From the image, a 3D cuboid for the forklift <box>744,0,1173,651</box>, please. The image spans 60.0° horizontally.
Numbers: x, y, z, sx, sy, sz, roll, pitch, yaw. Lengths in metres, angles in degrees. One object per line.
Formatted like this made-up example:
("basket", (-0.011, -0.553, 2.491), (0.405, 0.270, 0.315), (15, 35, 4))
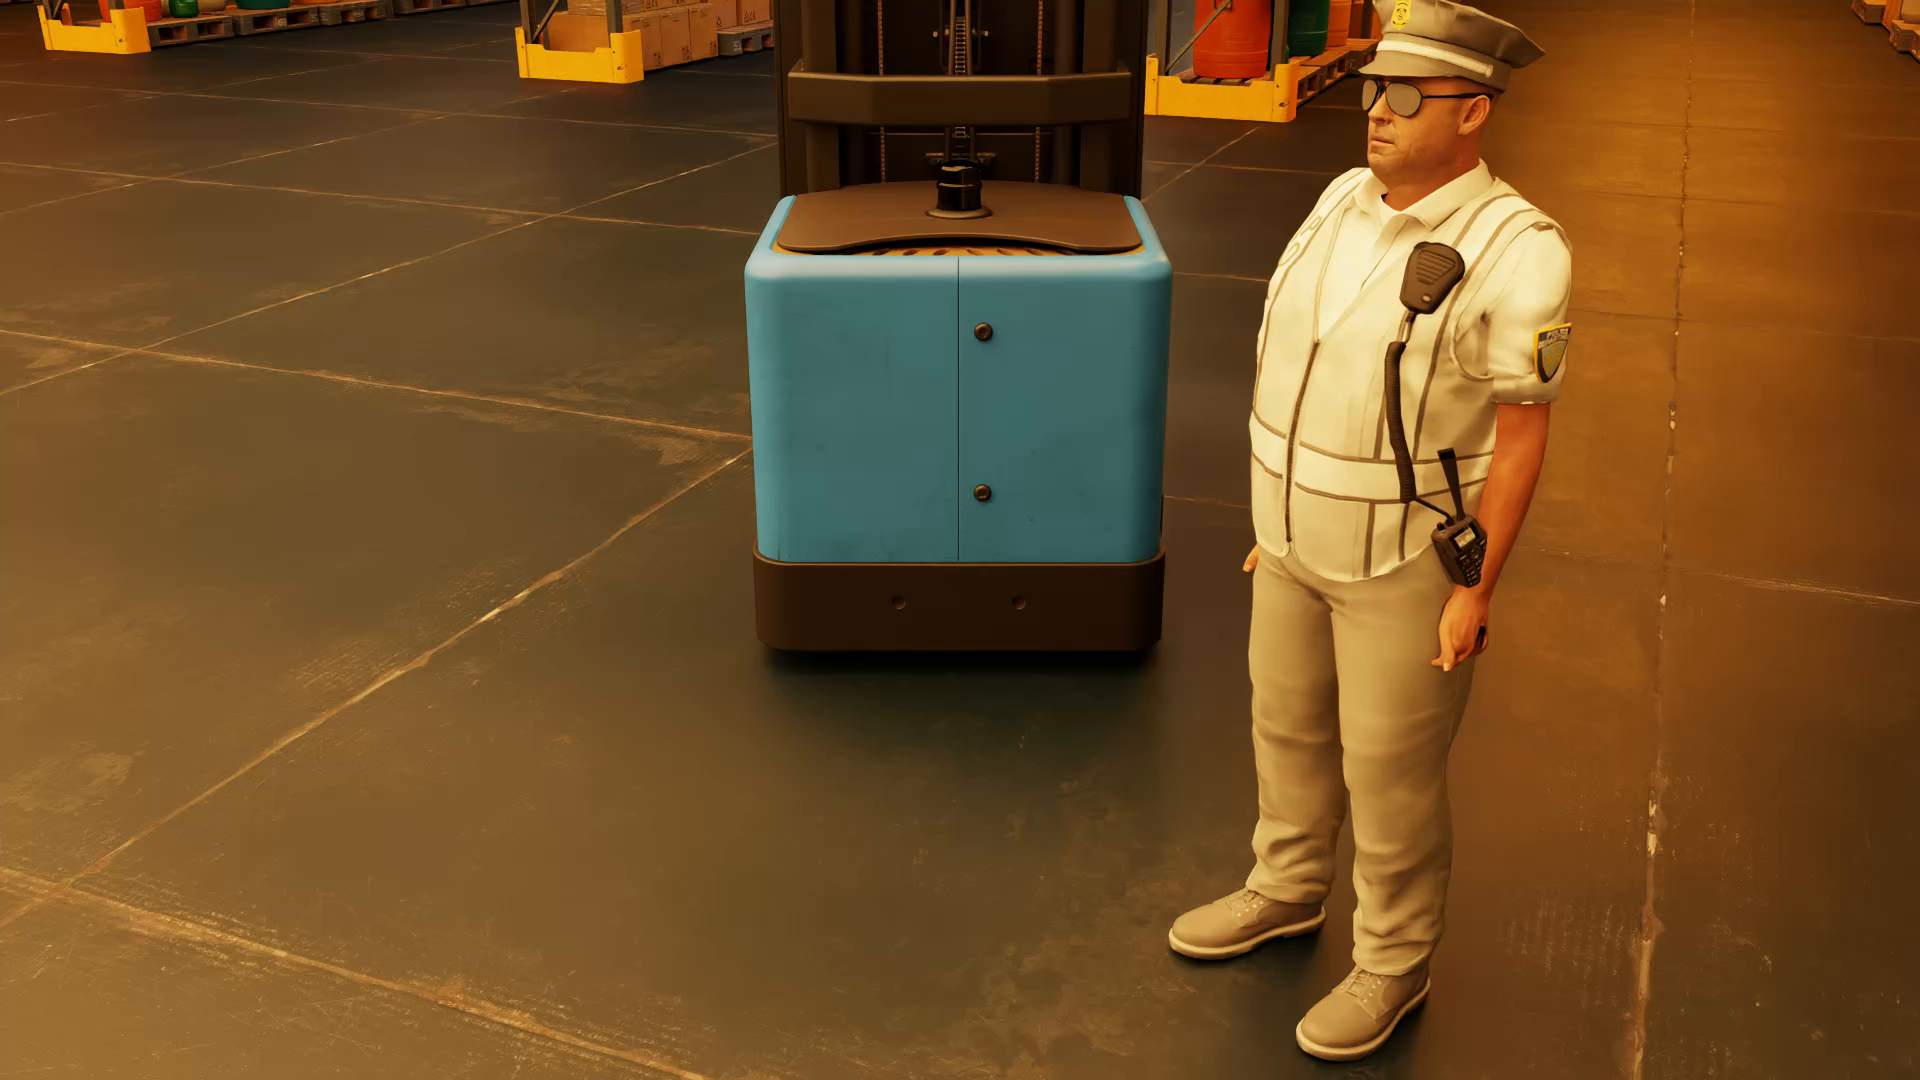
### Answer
("forklift", (0.002, -1.587, 5.089), (1.130, 2.935, 3.031), (0, 23, 0))
